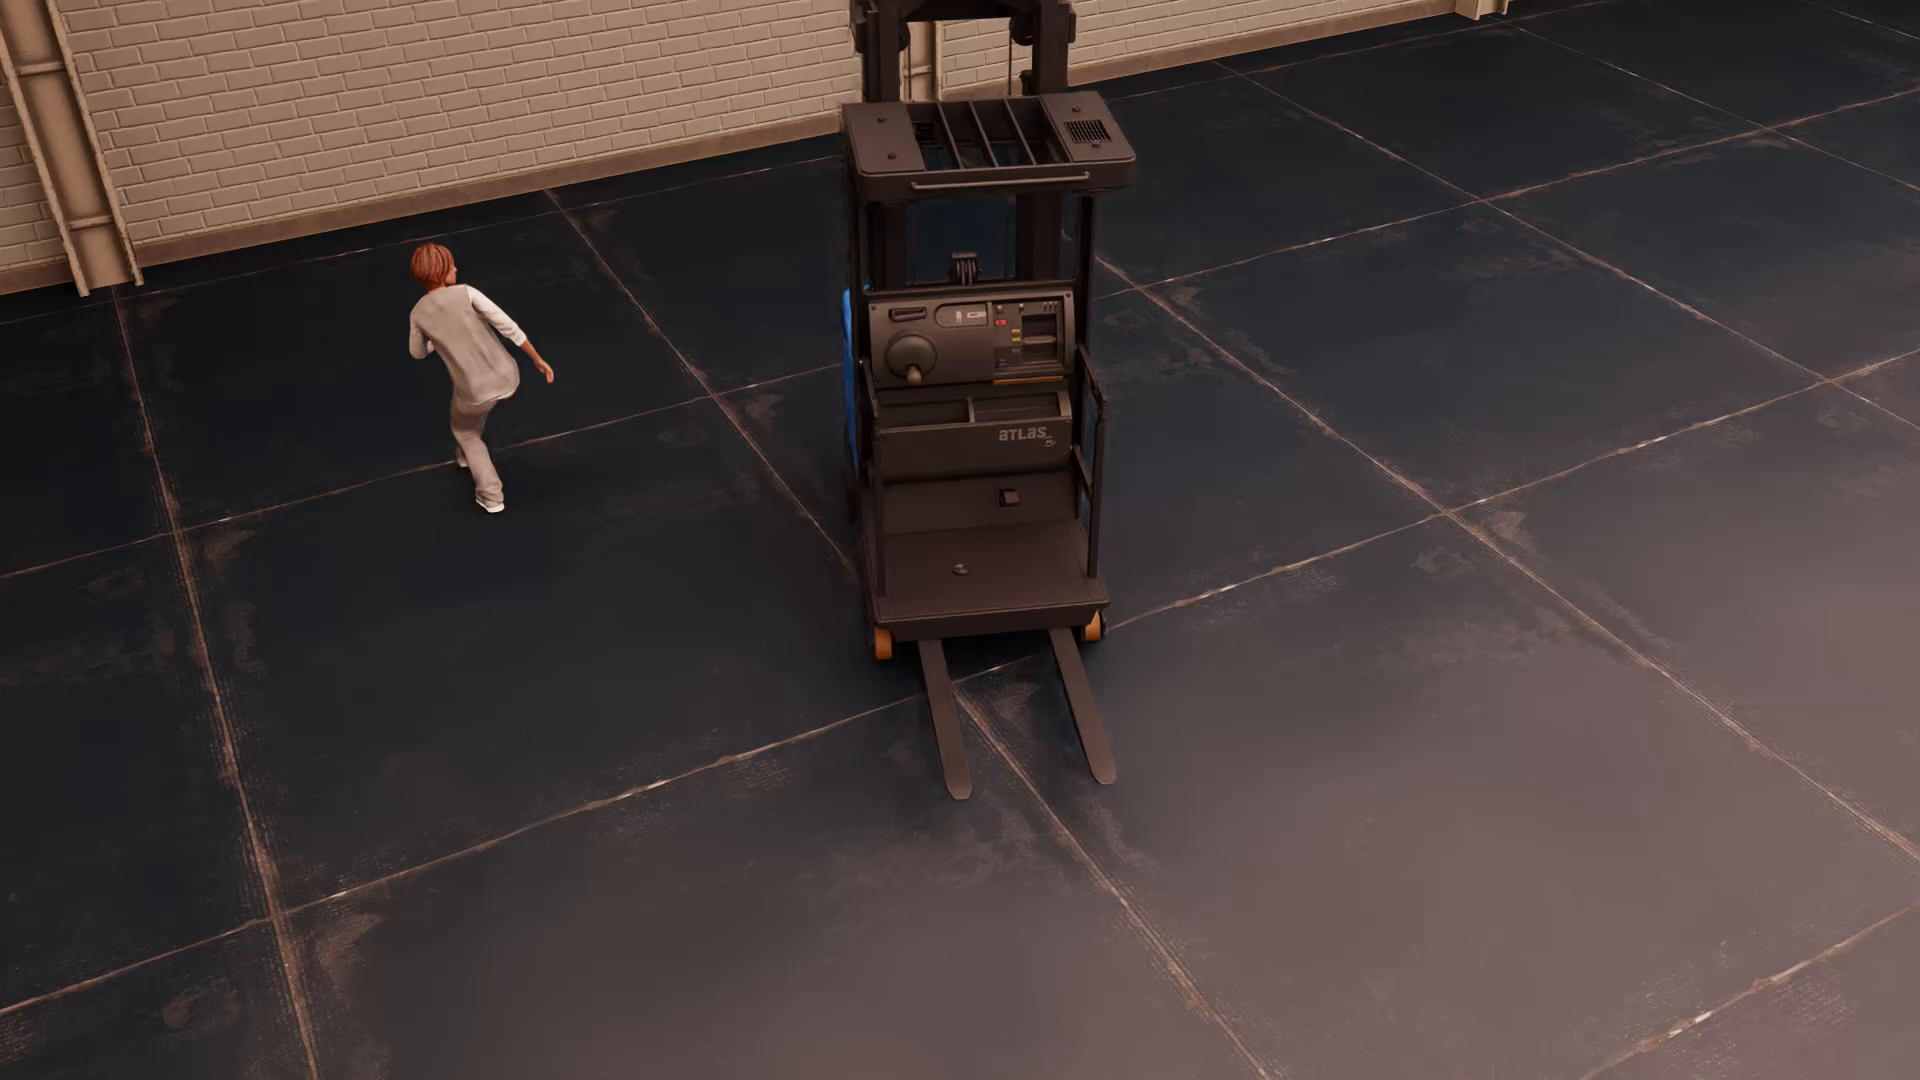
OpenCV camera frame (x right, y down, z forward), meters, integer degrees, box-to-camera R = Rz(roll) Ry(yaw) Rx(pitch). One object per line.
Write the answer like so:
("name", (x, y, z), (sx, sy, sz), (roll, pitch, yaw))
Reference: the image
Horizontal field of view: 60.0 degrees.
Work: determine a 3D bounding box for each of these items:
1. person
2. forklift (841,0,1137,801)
("person", (-2.526, -0.900, 8.726), (0.634, 1.424, 0.699), (-17, 39, -22))
("forklift", (0.089, -0.848, 7.323), (1.130, 2.935, 3.031), (-5, 36, -7))
